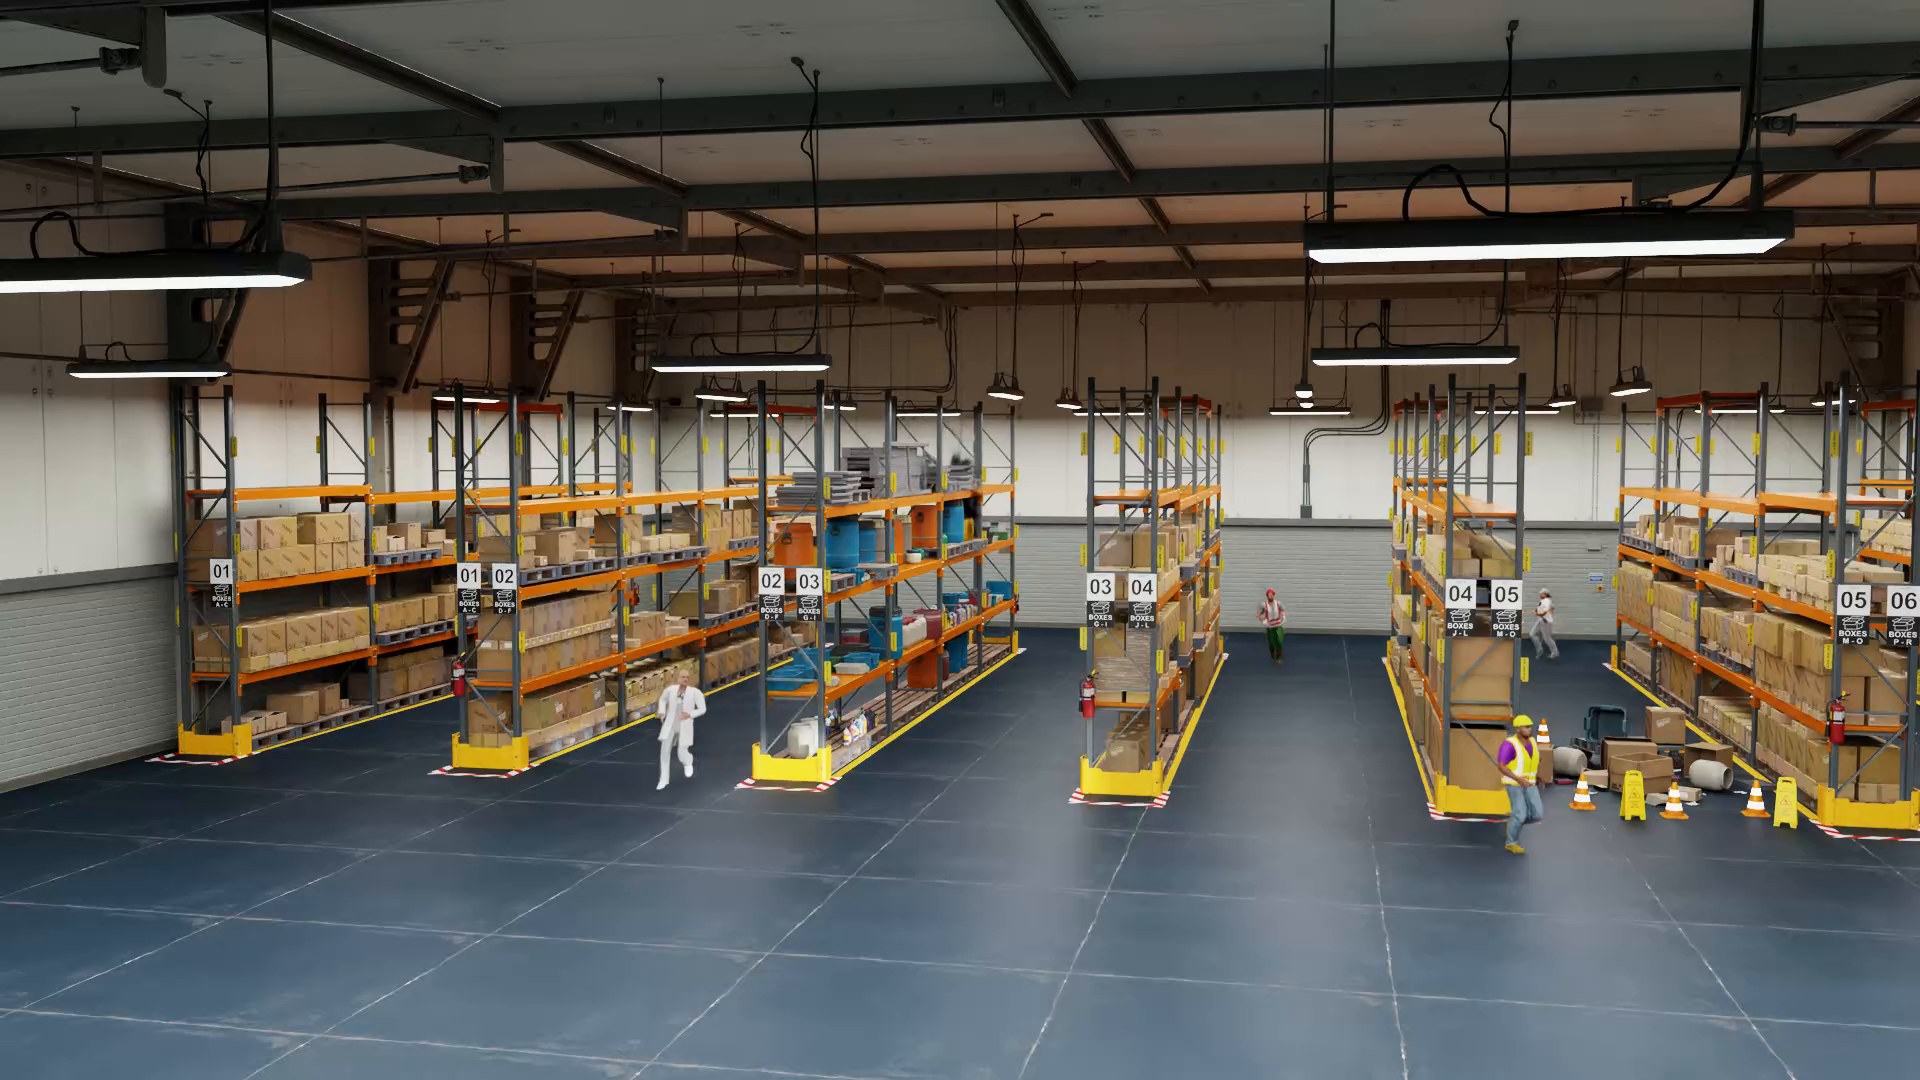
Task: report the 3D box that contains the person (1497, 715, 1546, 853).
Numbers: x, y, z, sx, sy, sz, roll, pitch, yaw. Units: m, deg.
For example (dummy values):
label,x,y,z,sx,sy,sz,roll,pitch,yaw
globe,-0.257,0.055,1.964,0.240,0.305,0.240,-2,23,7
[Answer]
label,x,y,z,sx,sy,sz,roll,pitch,yaw
person,6.924,3.000,20.470,0.689,1.710,0.624,-2,4,-26

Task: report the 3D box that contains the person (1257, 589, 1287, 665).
label,x,y,z,sx,sy,sz,roll,pitch,yaw
person,7.211,1.999,38.441,0.692,1.730,0.658,0,3,-5

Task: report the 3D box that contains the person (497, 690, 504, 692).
label,x,y,z,sx,sy,sz,roll,pitch,yaw
person,-8.257,2.416,30.642,0.593,1.812,0.868,0,3,4

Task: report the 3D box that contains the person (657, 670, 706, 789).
label,x,y,z,sx,sy,sz,roll,pitch,yaw
person,-4.141,2.789,24.645,0.738,1.724,0.732,0,3,3

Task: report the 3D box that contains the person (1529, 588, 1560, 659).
label,x,y,z,sx,sy,sz,roll,pitch,yaw
person,13.751,1.991,39.158,0.712,1.708,0.579,0,3,8
